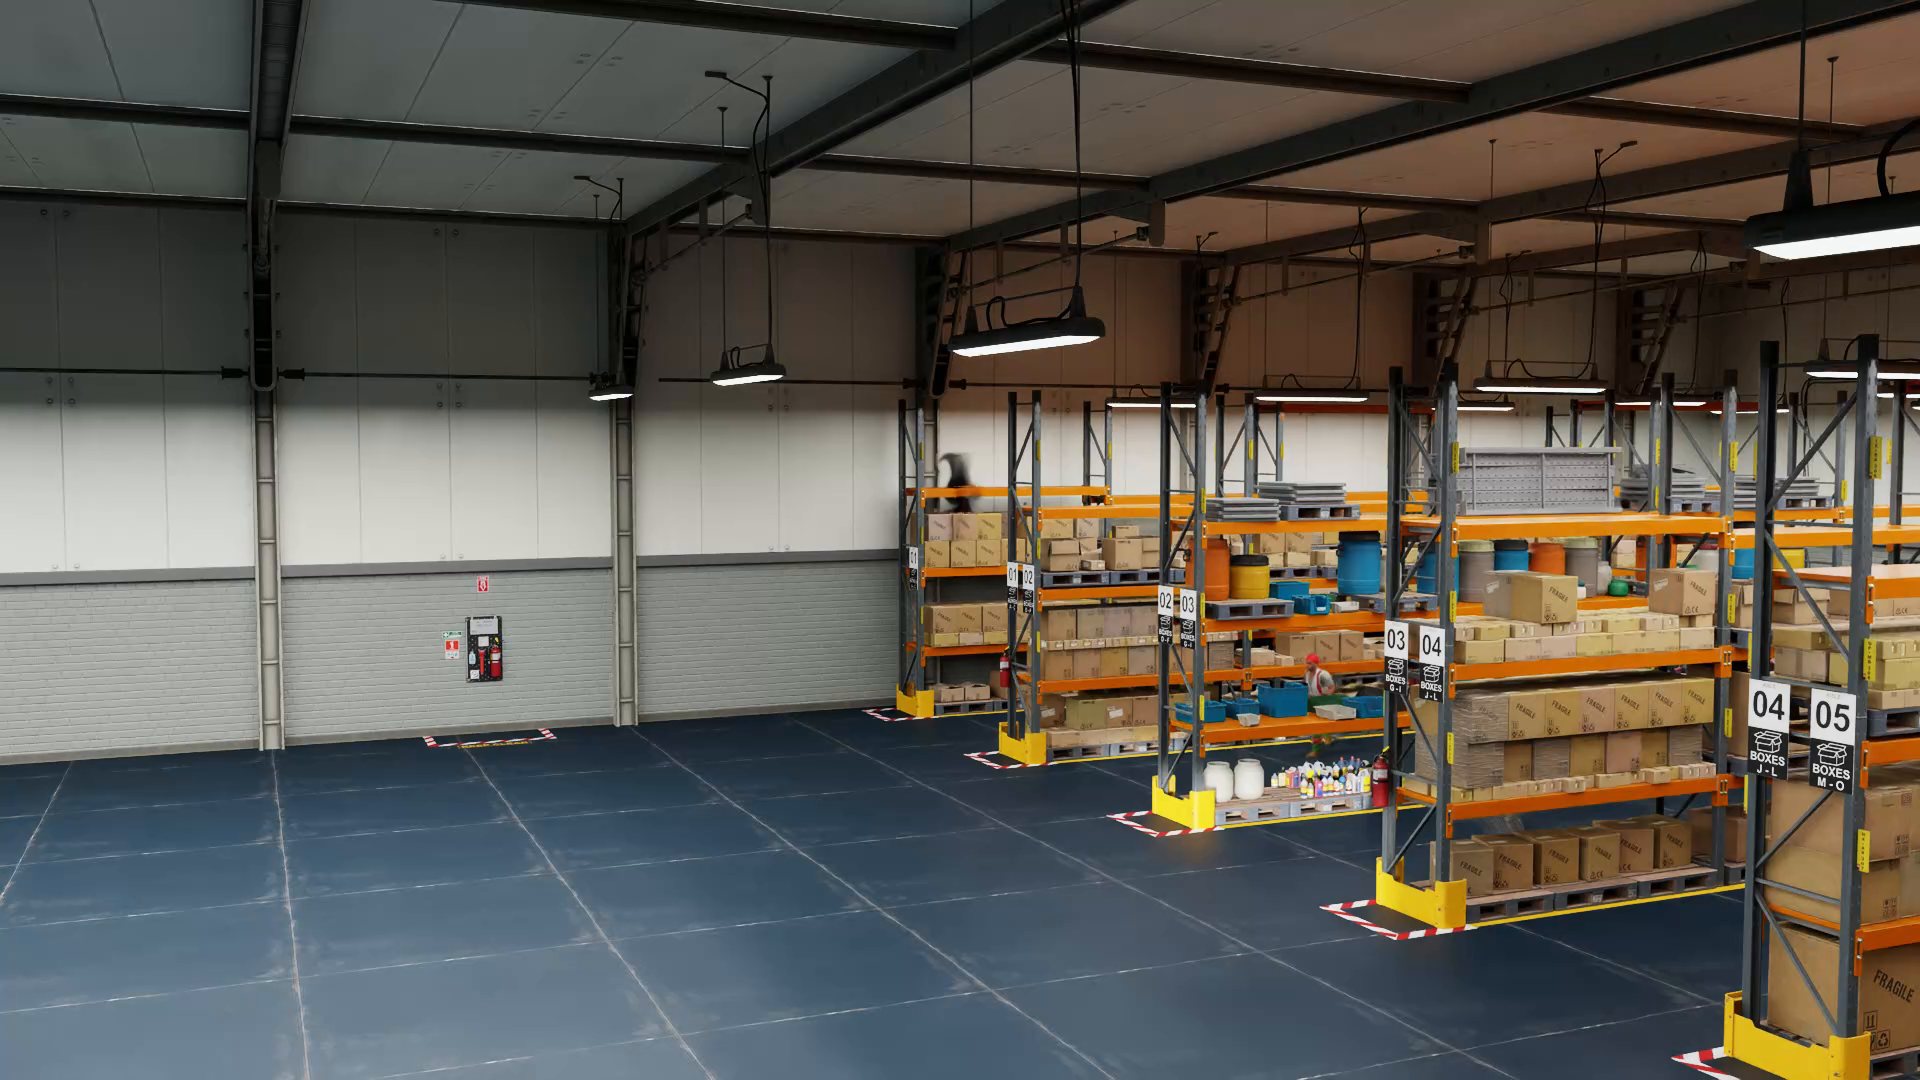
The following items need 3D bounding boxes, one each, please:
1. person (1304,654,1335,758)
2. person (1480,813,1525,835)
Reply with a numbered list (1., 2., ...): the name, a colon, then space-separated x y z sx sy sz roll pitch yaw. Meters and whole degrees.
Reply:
1. person: 5.938 2.712 27.343 0.749 1.715 0.641 -3 5 -43
2. person: 6.830 3.072 20.811 0.734 1.714 0.654 -1 3 -9
